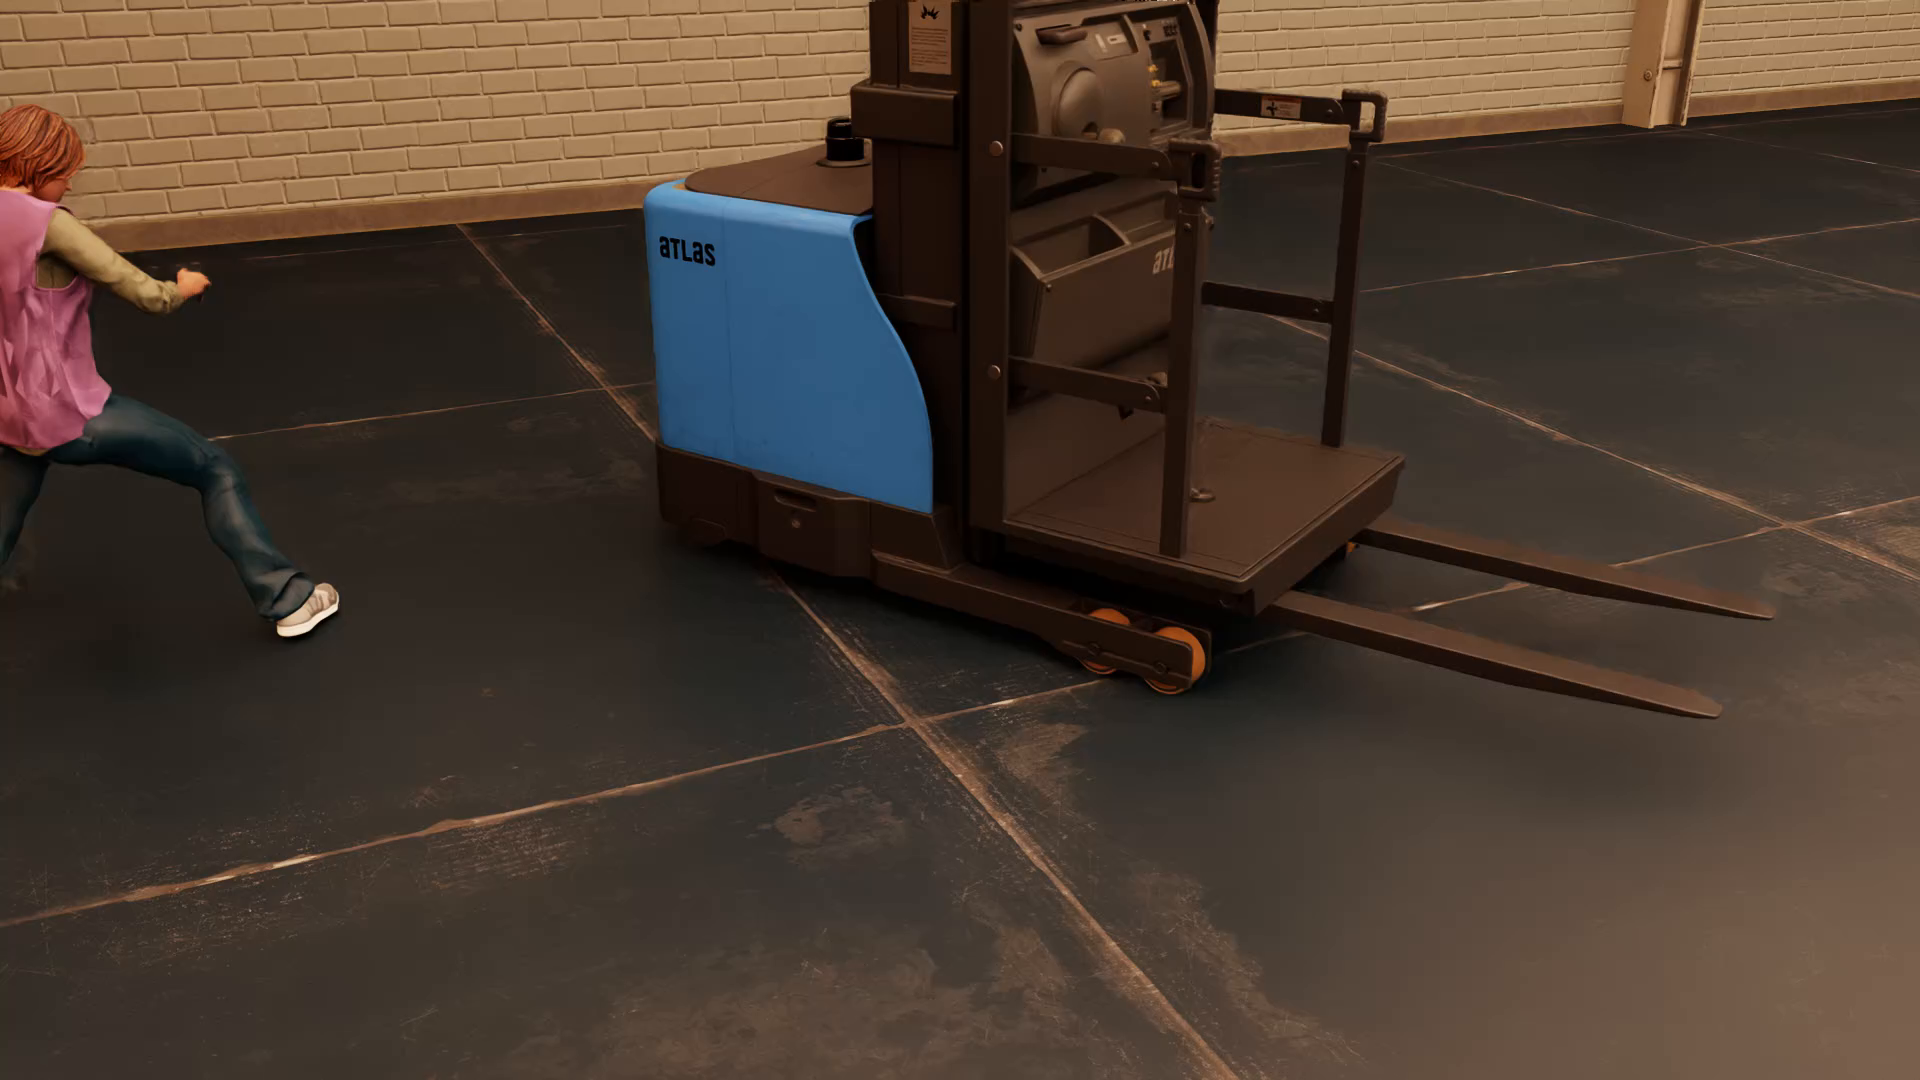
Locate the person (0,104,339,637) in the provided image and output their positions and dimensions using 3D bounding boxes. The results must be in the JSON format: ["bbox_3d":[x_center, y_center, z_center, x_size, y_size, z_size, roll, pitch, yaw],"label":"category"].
[{"bbox_3d":[-2.287,-0.431,4.359,1.103,1.369,0.601,10,25,23],"label":"person"}]

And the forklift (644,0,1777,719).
[{"bbox_3d":[0.583,-1.198,4.170,3.031,2.935,1.130,15,27,32],"label":"forklift"}]
